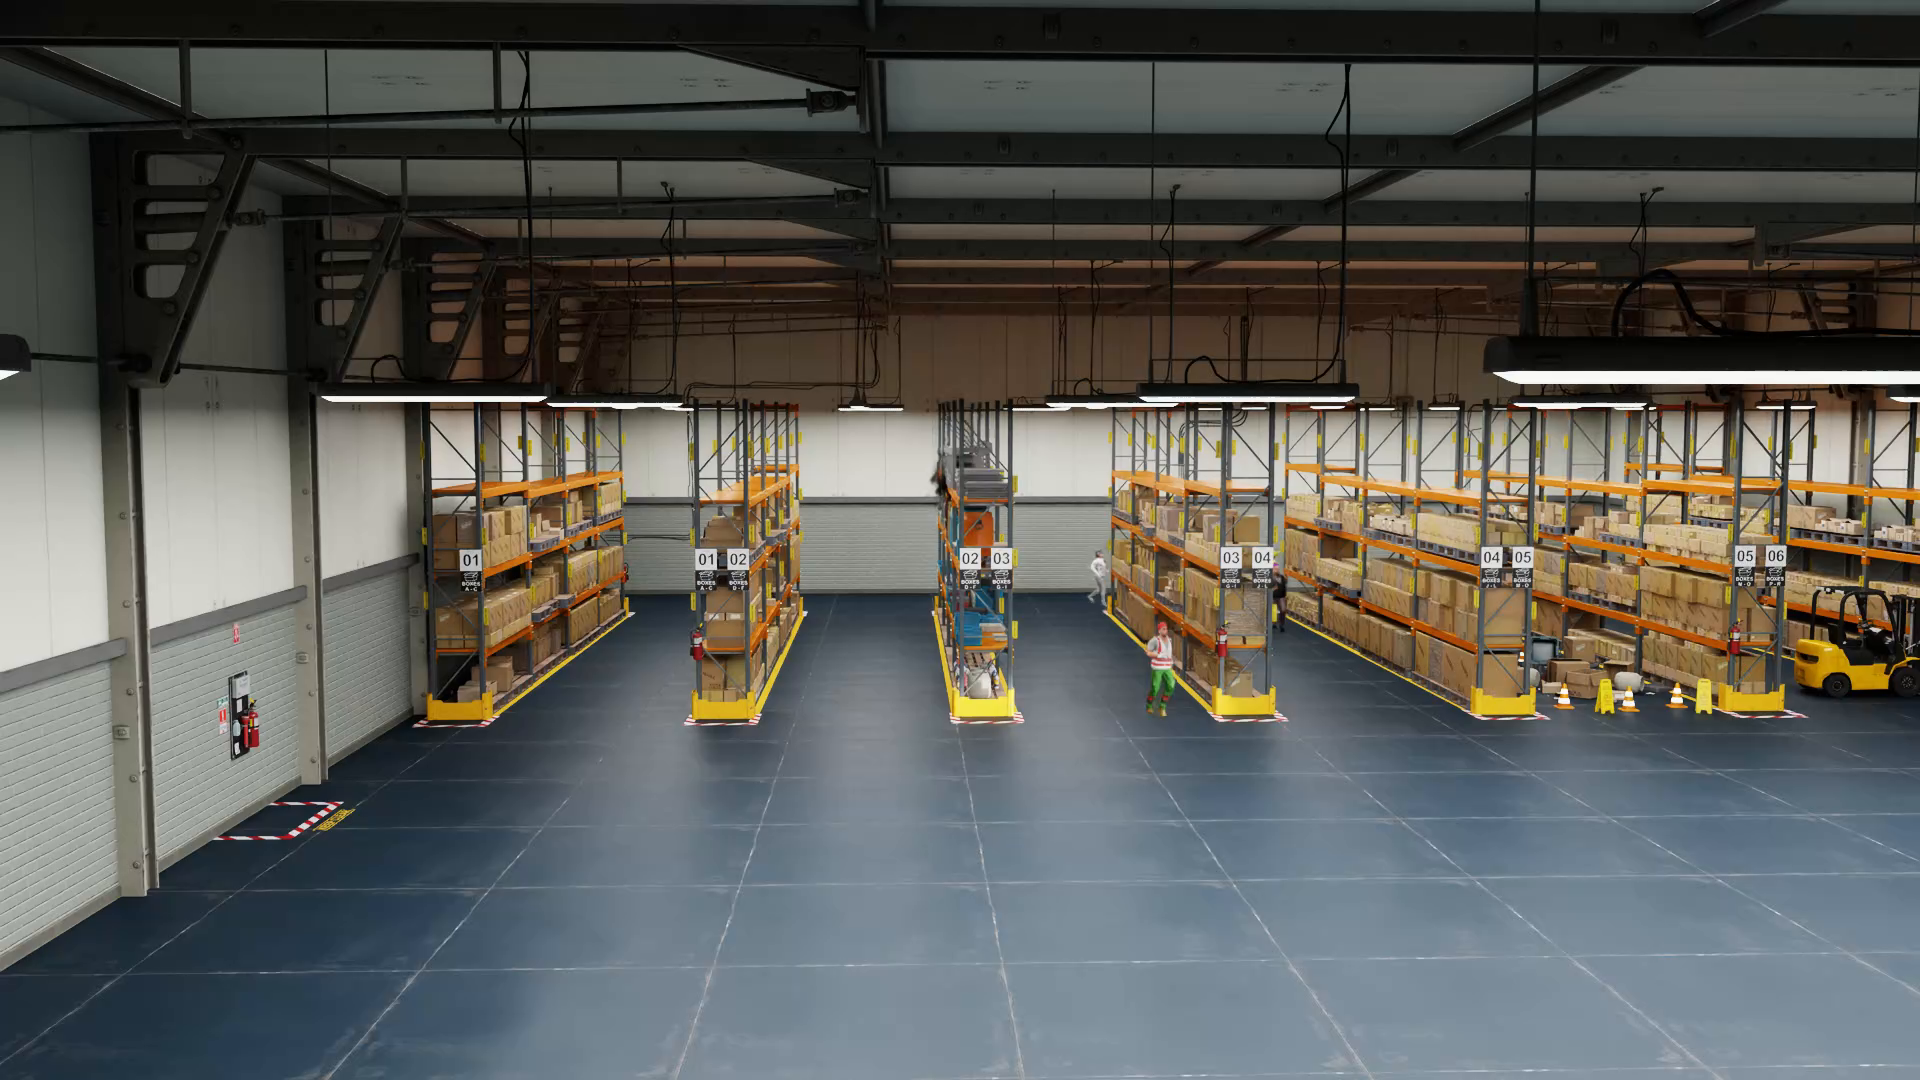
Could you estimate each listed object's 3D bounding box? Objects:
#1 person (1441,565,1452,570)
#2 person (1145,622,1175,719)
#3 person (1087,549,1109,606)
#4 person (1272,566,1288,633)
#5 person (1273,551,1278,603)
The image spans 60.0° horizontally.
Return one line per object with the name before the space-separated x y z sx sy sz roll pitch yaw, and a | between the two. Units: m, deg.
person | 14.391 1.189 49.212 0.602 1.626 0.543 1 5 16
person | 3.791 2.463 31.368 0.665 1.847 0.695 -2 5 -27
person | 4.147 1.115 49.653 0.747 1.700 0.620 2 5 25
person | 8.326 1.559 43.660 0.638 1.784 0.777 0 4 0
person | 8.998 1.156 48.928 0.815 1.699 0.791 0 4 -4
